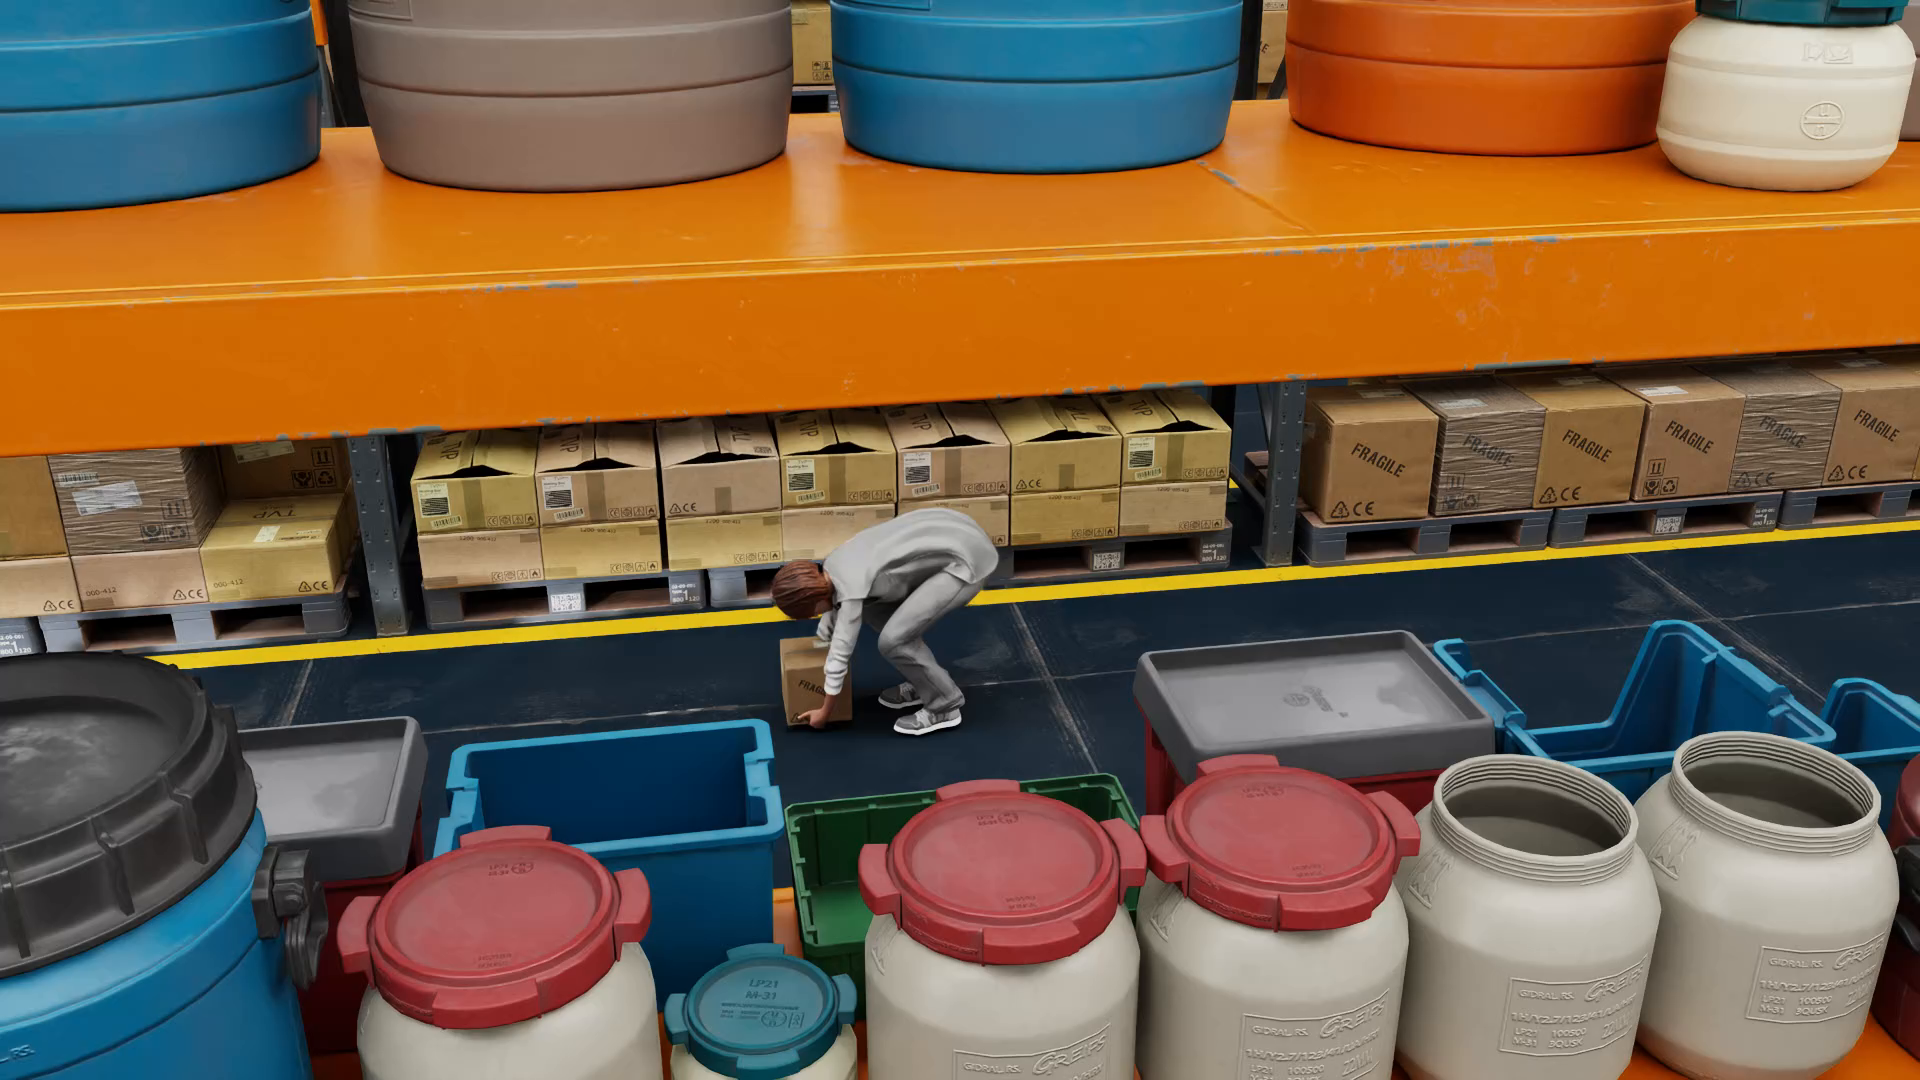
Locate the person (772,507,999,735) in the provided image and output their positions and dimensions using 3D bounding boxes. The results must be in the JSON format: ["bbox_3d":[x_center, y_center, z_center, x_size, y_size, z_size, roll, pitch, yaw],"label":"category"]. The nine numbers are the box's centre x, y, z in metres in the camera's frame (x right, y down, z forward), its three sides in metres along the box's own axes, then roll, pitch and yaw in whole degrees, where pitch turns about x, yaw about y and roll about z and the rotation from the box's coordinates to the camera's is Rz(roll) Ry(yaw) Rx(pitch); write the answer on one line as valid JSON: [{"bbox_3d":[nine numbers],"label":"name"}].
[{"bbox_3d":[-0.281,0.305,6.347,0.855,0.847,0.461,-5,24,-12],"label":"person"}]
